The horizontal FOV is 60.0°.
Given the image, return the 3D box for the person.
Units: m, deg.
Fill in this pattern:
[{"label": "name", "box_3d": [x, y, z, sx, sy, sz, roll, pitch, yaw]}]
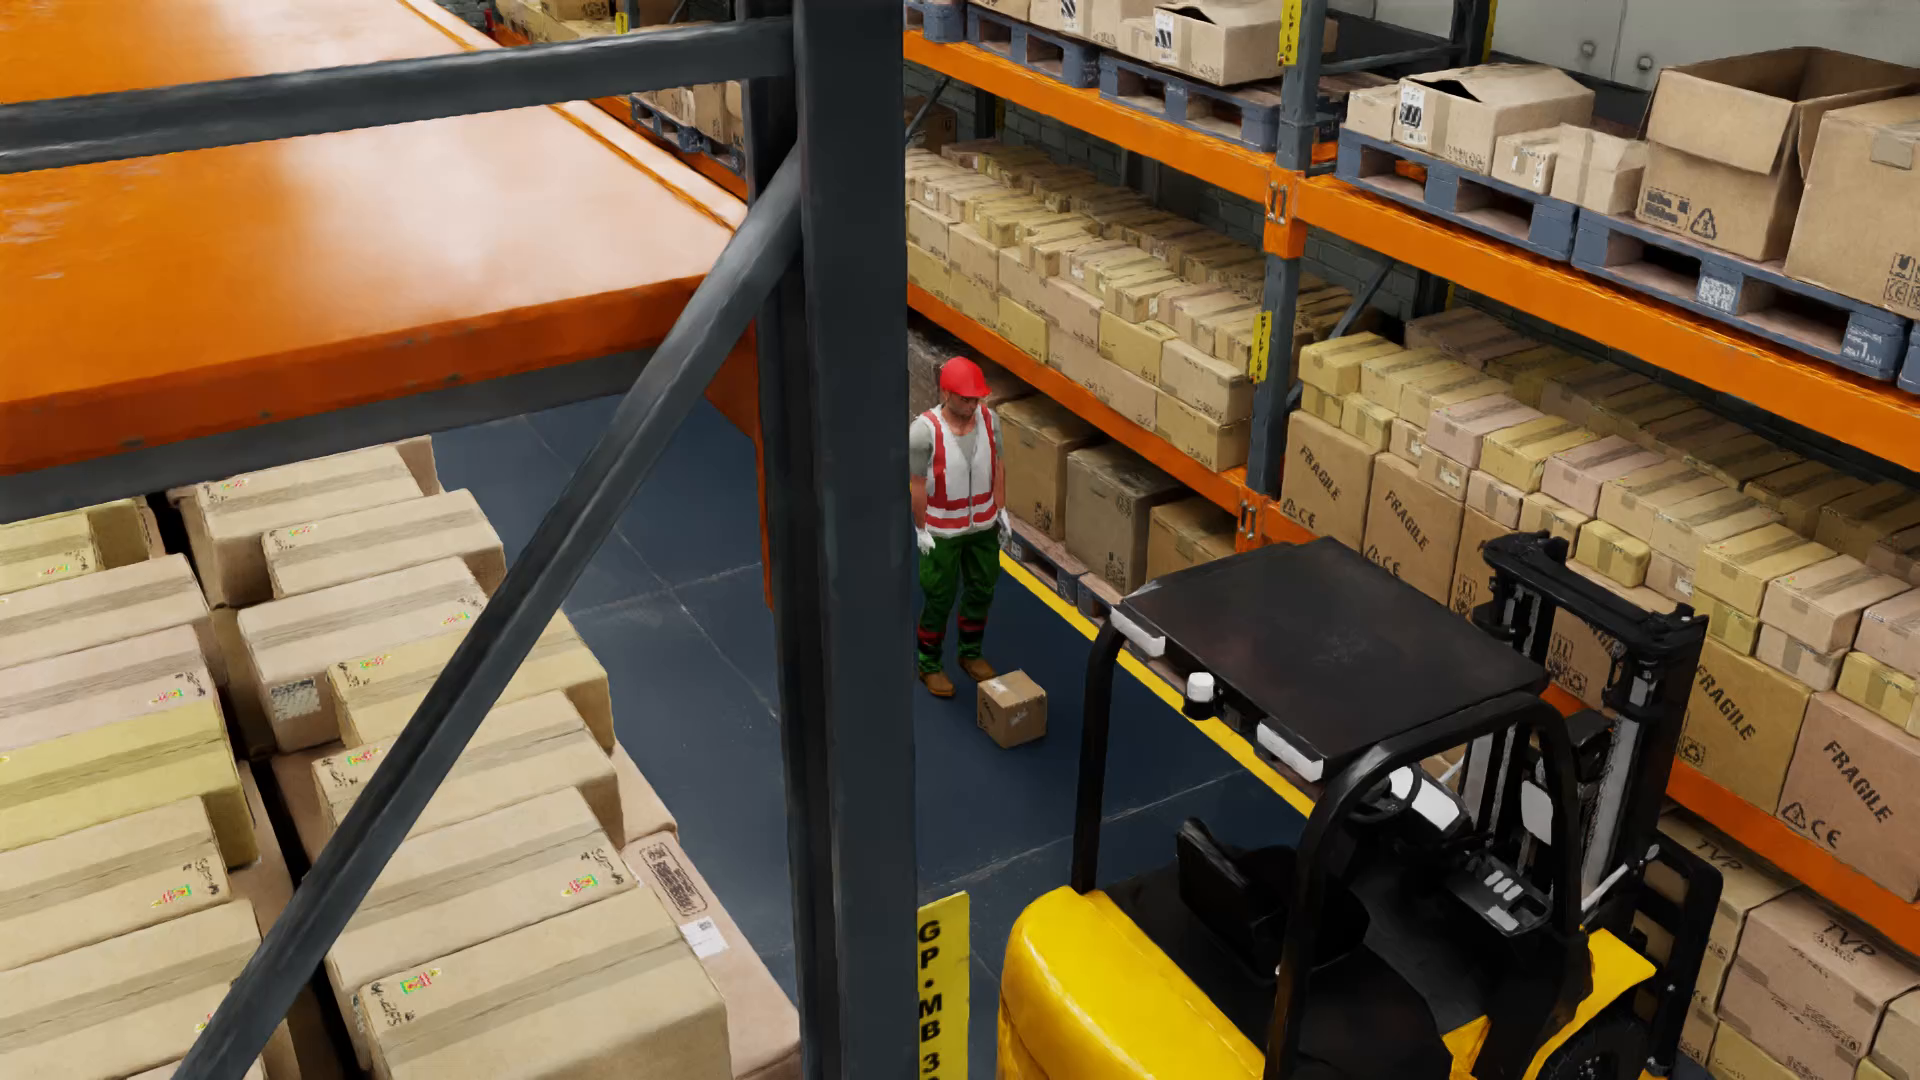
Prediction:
[{"label": "person", "box_3d": [0.001, -0.075, 8.245, 0.527, 1.779, 0.347, -15, 32, -25]}]
